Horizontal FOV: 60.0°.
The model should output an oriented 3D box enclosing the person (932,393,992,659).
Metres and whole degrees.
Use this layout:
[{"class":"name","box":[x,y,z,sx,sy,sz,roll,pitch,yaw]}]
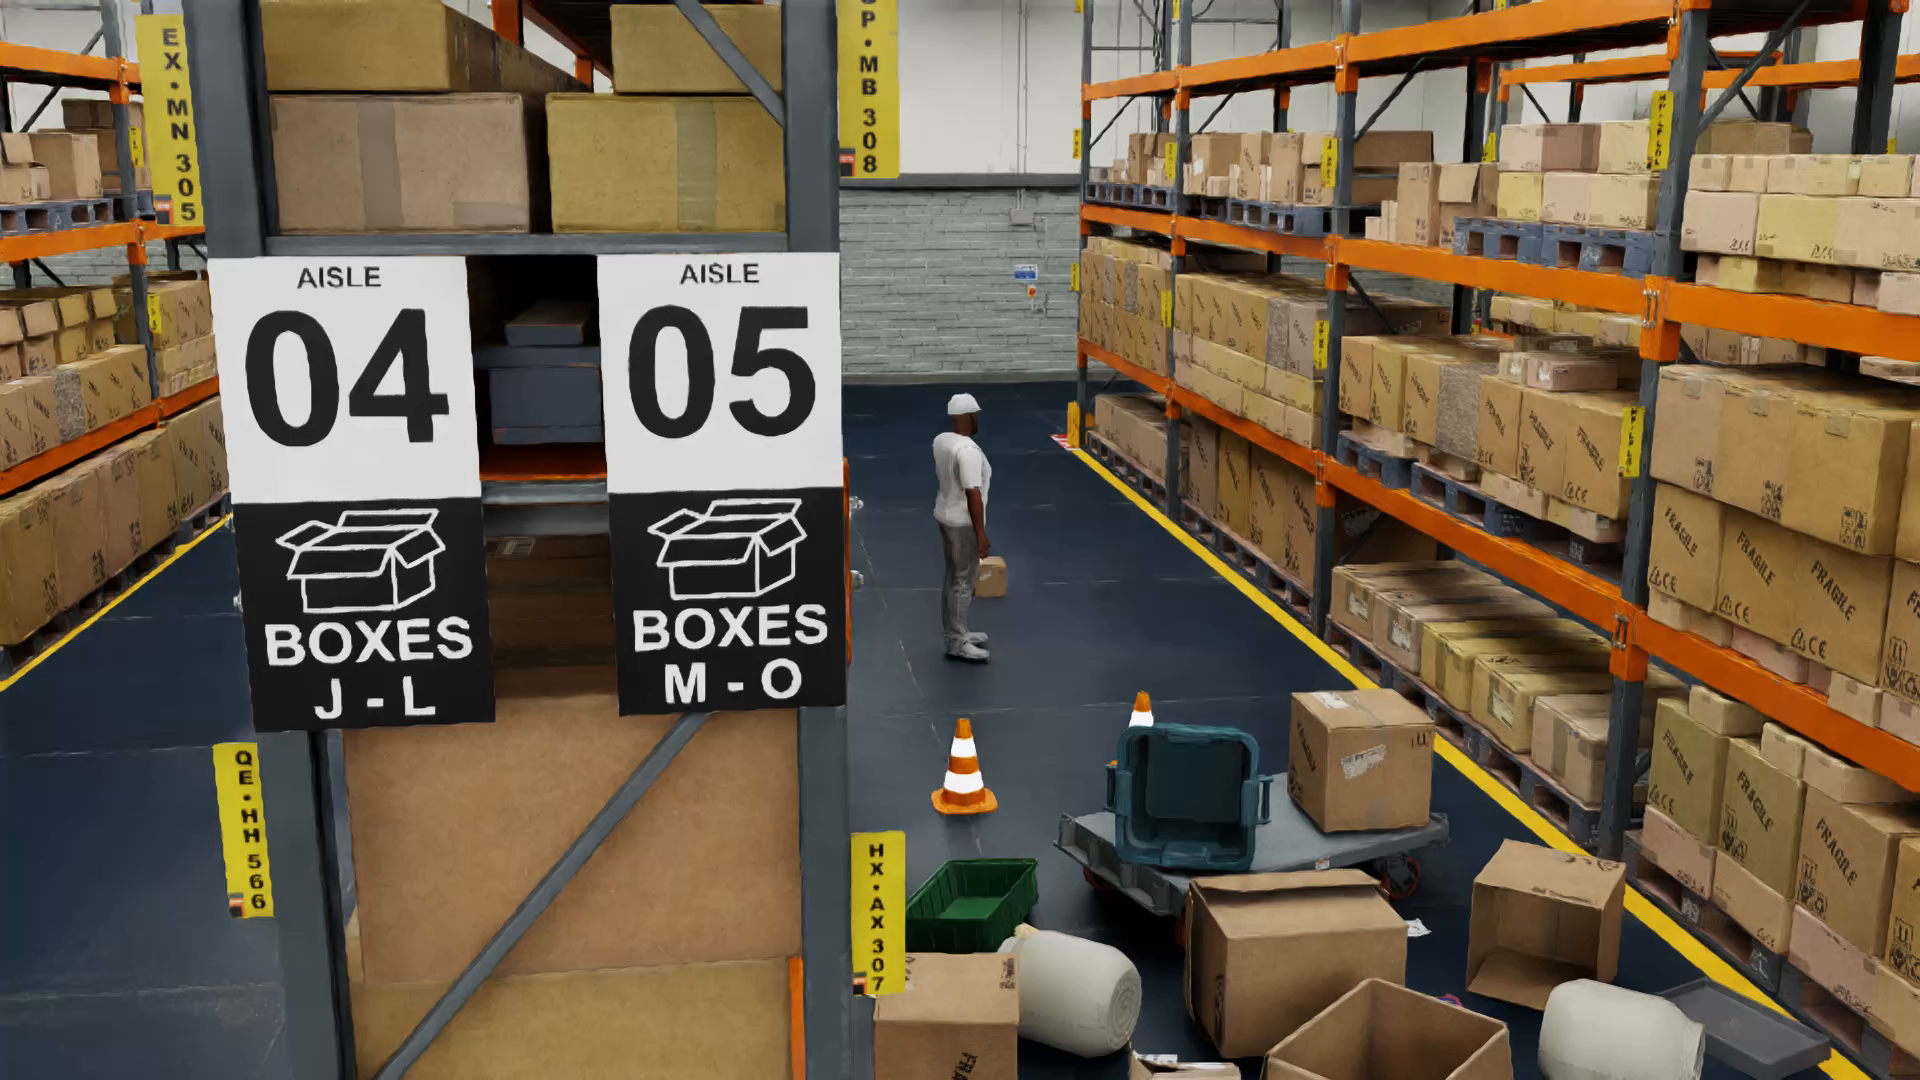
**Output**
[{"class":"person","box":[0.039,-0.115,11.302,0.386,1.774,0.650,-5,14,-19]}]
